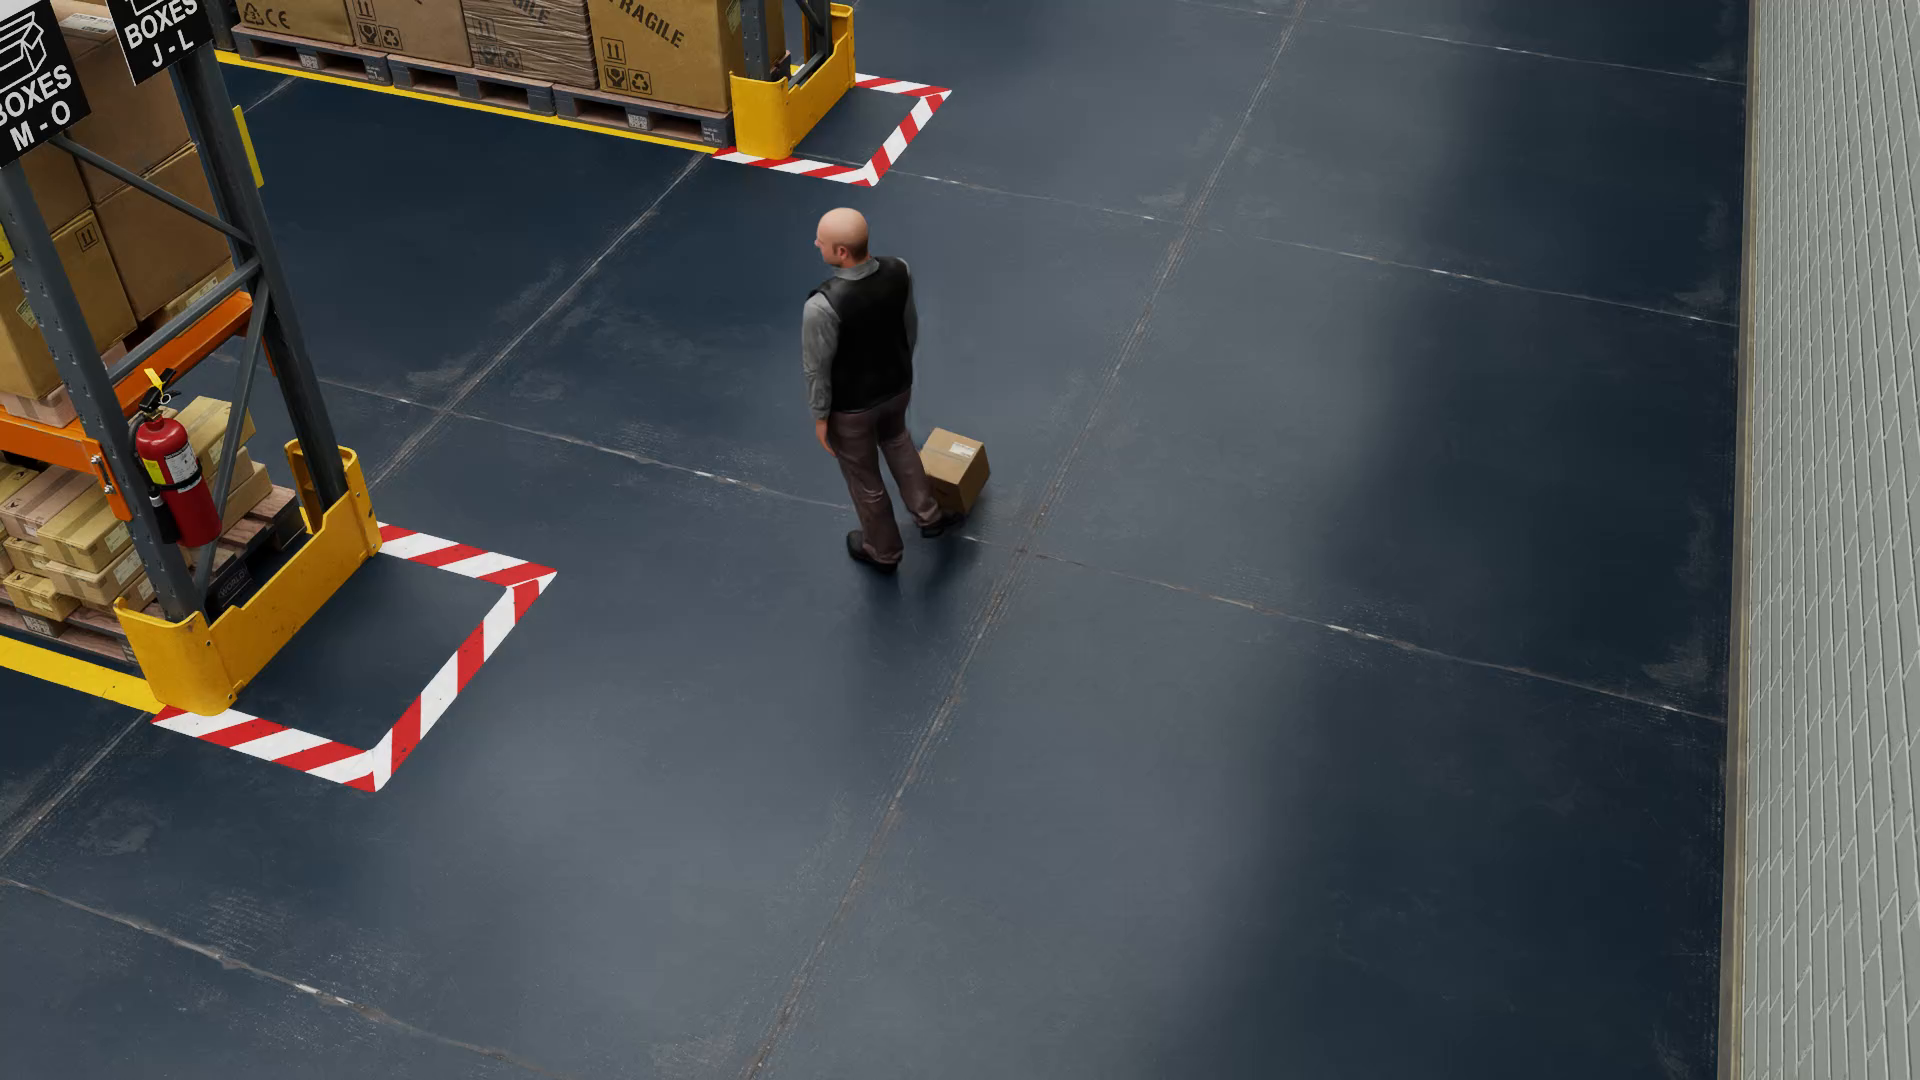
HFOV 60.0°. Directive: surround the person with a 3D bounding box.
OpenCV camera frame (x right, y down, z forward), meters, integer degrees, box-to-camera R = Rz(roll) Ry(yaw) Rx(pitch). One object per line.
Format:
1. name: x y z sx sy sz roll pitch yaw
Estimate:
1. person: -0.339 -0.605 6.841 0.687 1.713 0.455 -30 49 -30
